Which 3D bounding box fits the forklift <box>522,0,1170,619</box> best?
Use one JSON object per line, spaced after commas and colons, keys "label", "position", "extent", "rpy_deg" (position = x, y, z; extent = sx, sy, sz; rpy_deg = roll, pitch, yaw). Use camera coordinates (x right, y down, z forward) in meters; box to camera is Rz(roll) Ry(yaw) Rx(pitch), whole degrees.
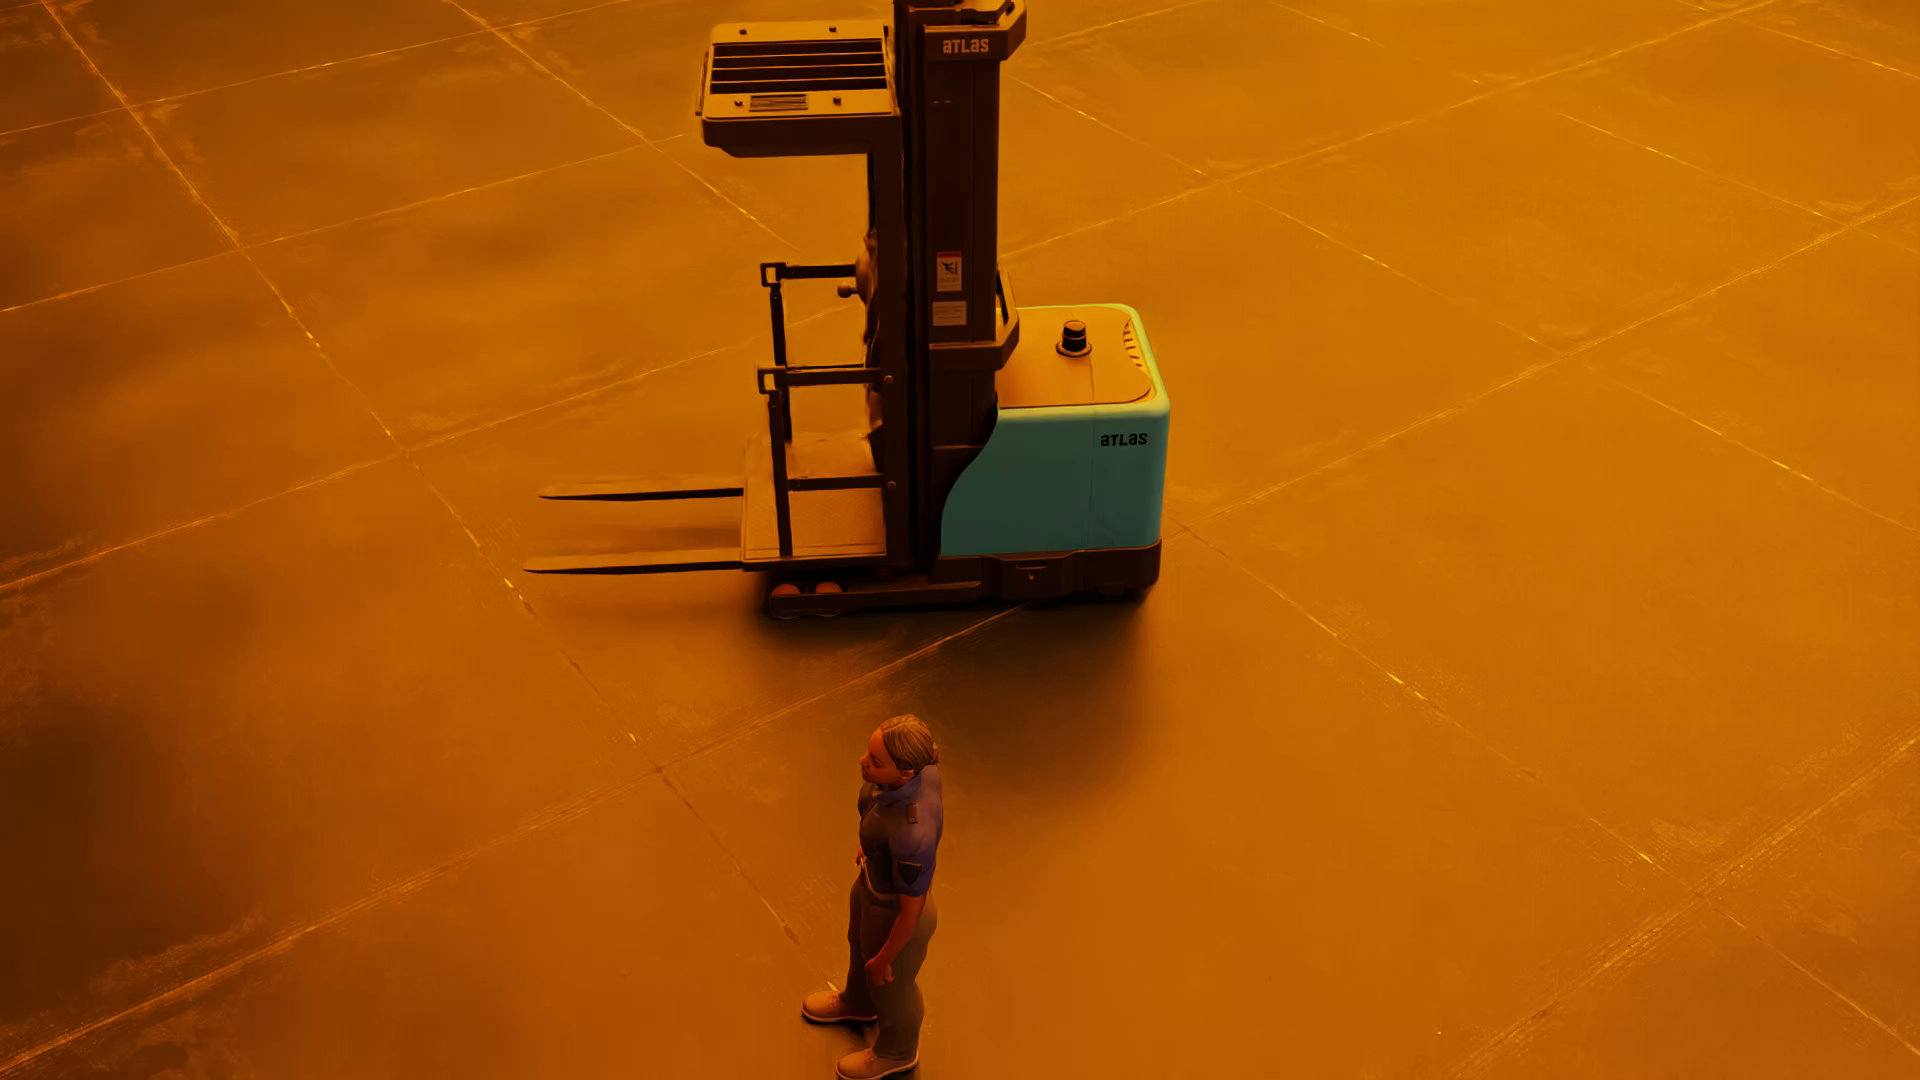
{"label": "forklift", "position": [-0.584, -1.131, 7.474], "extent": [3.031, 2.935, 1.130], "rpy_deg": [-3, 37, -4]}

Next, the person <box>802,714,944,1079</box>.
{"label": "person", "position": [-0.304, 1.175, 5.418], "extent": [0.505, 1.654, 0.568], "rpy_deg": [-3, 37, -5]}
